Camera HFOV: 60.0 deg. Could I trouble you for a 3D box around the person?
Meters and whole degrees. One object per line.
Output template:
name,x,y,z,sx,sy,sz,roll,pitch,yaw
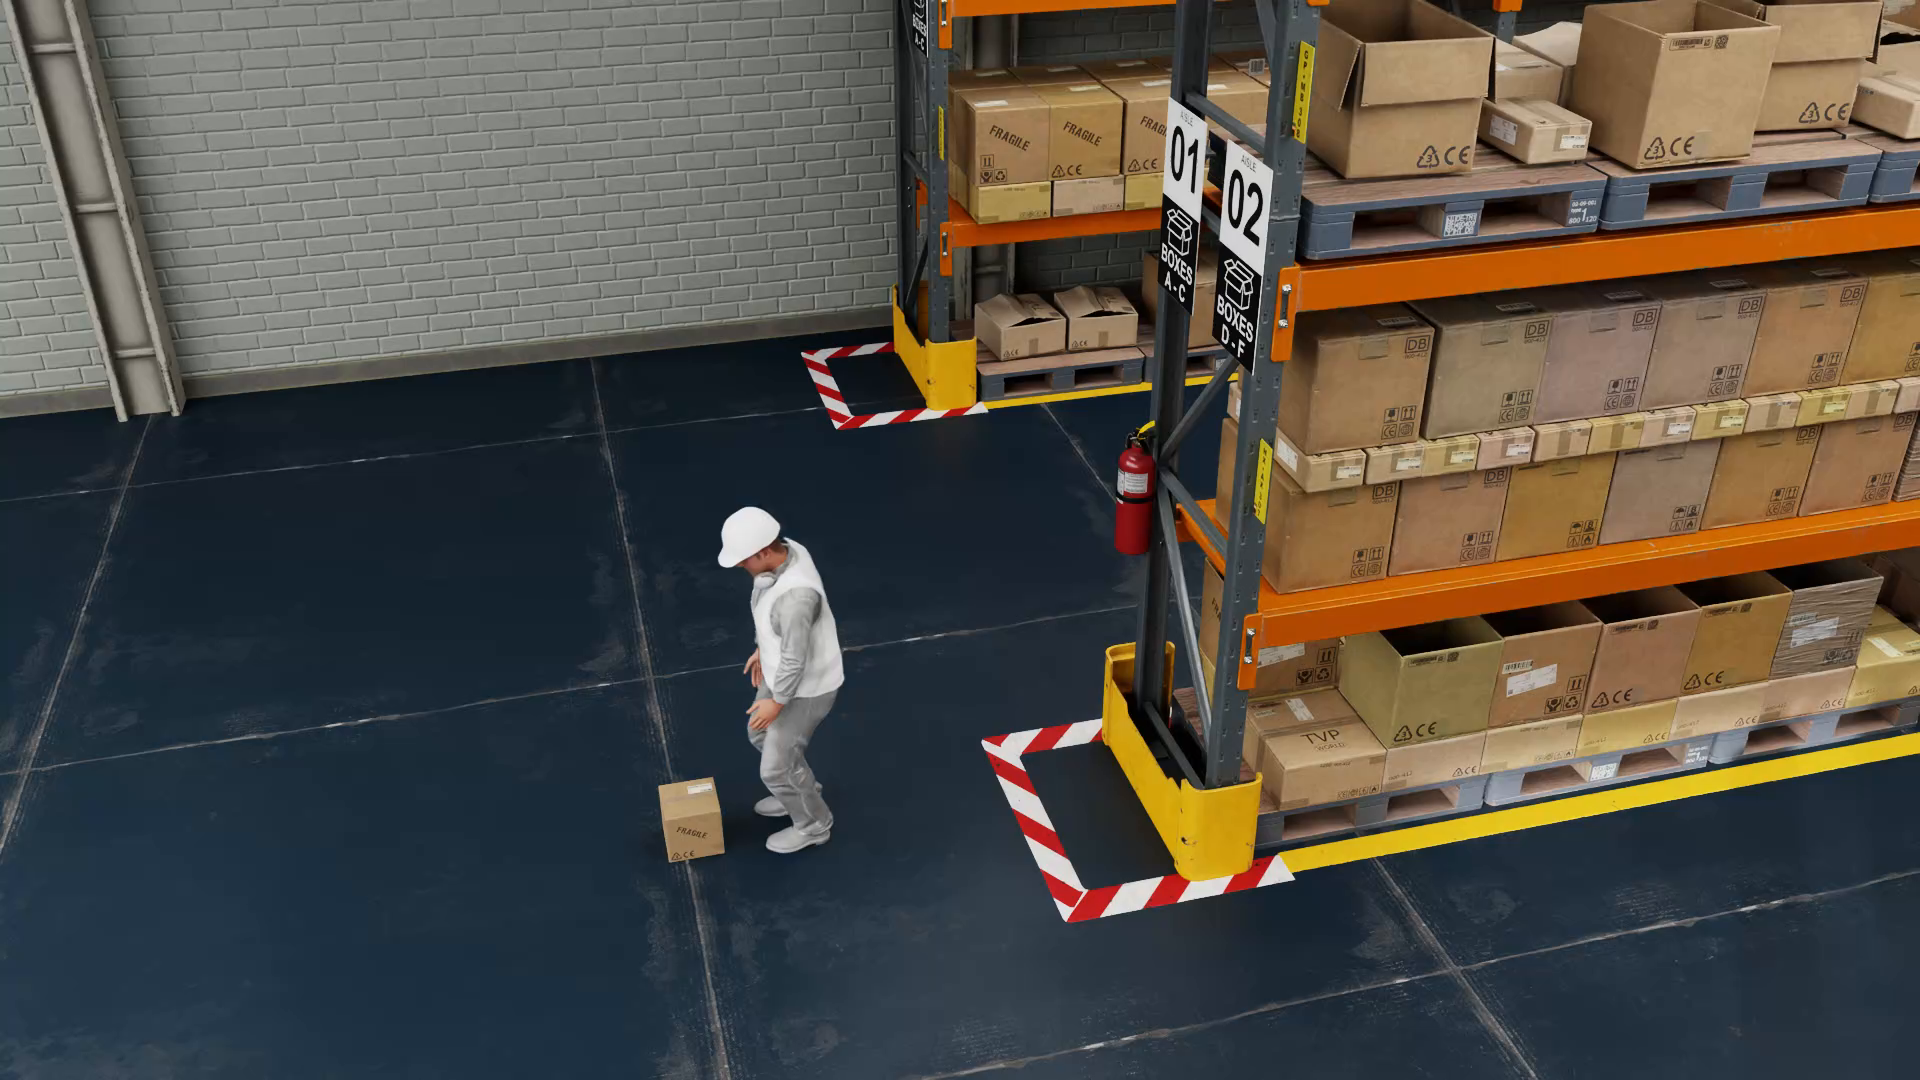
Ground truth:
person,-0.760,0.600,7.253,0.495,1.708,0.563,-7,31,-12
